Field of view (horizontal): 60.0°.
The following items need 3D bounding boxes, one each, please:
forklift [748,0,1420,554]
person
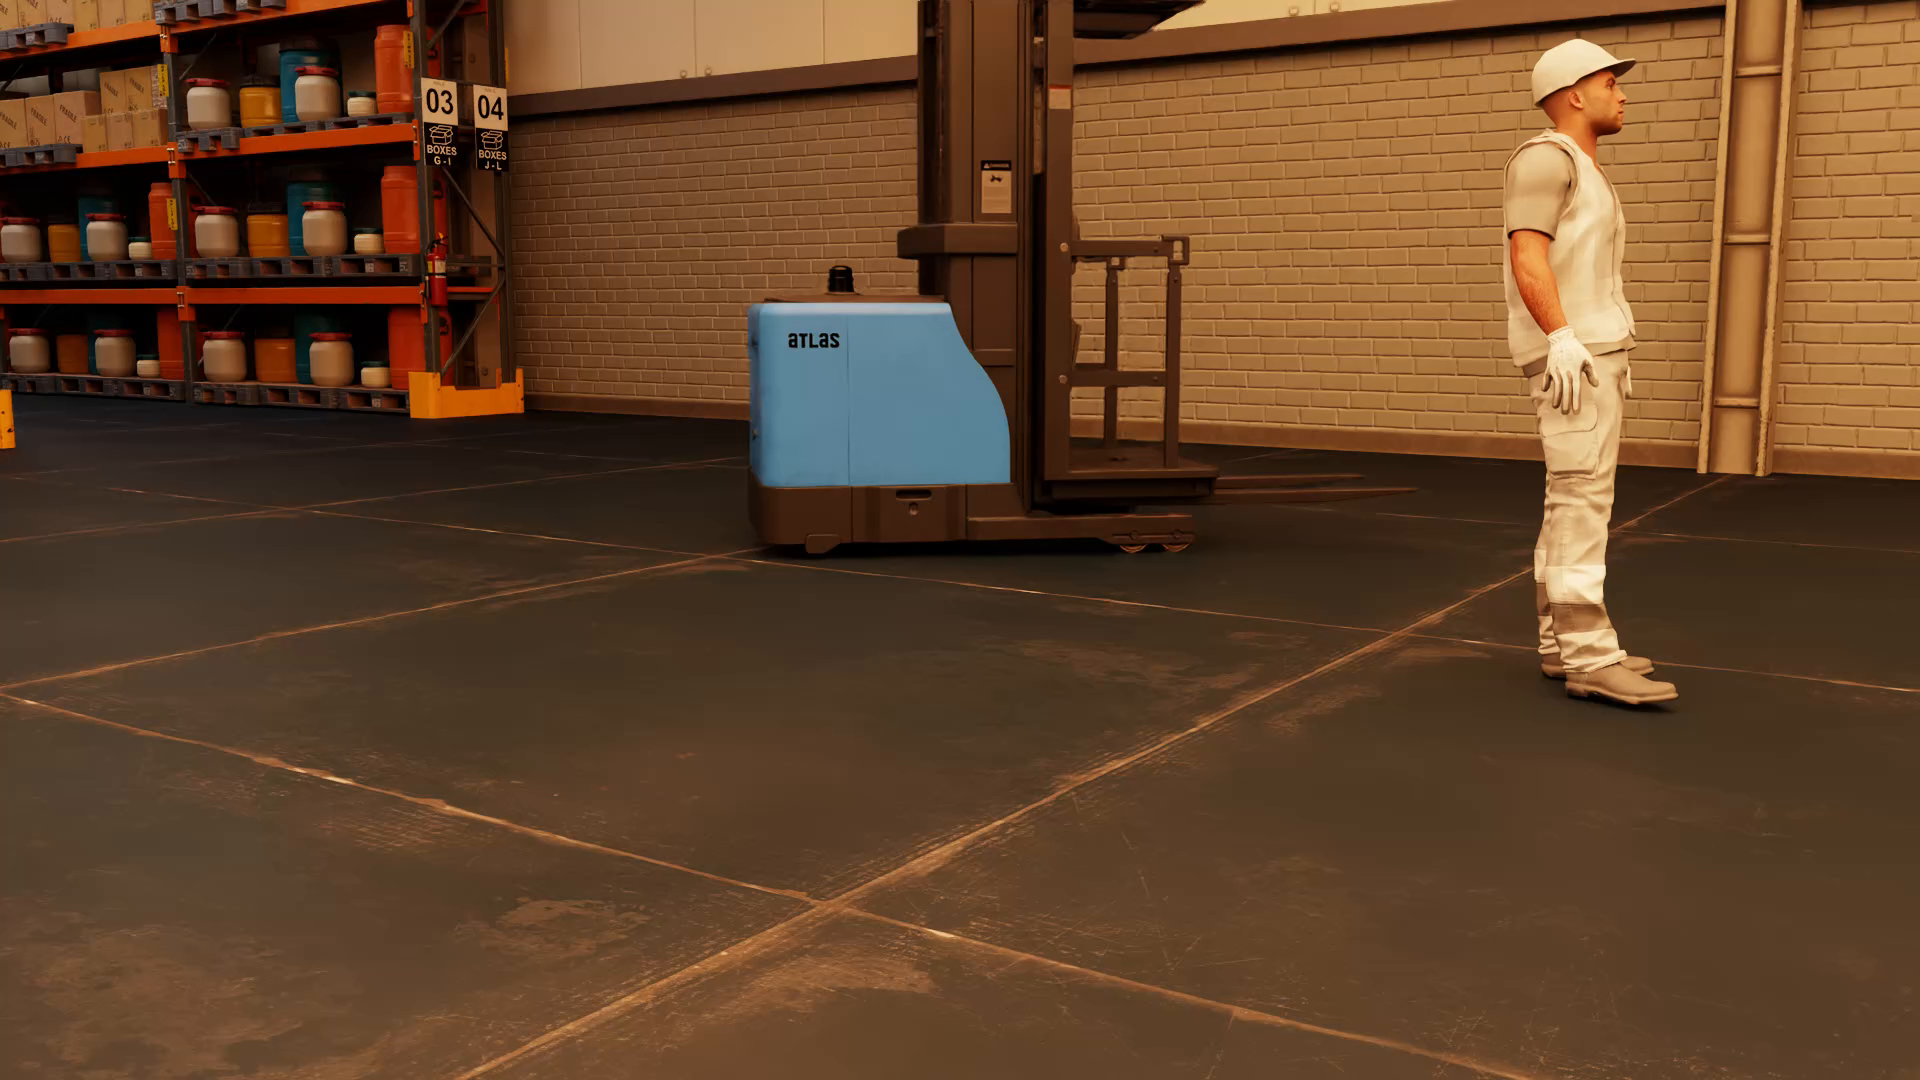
[{"bbox_3d":[0.568,-1.469,7.520,3.031,2.935,1.130,-1,8,-10],"label":"forklift"},{"bbox_3d":[1.795,-0.488,4.630,0.564,1.788,0.638,5,10,32],"label":"person"}]
